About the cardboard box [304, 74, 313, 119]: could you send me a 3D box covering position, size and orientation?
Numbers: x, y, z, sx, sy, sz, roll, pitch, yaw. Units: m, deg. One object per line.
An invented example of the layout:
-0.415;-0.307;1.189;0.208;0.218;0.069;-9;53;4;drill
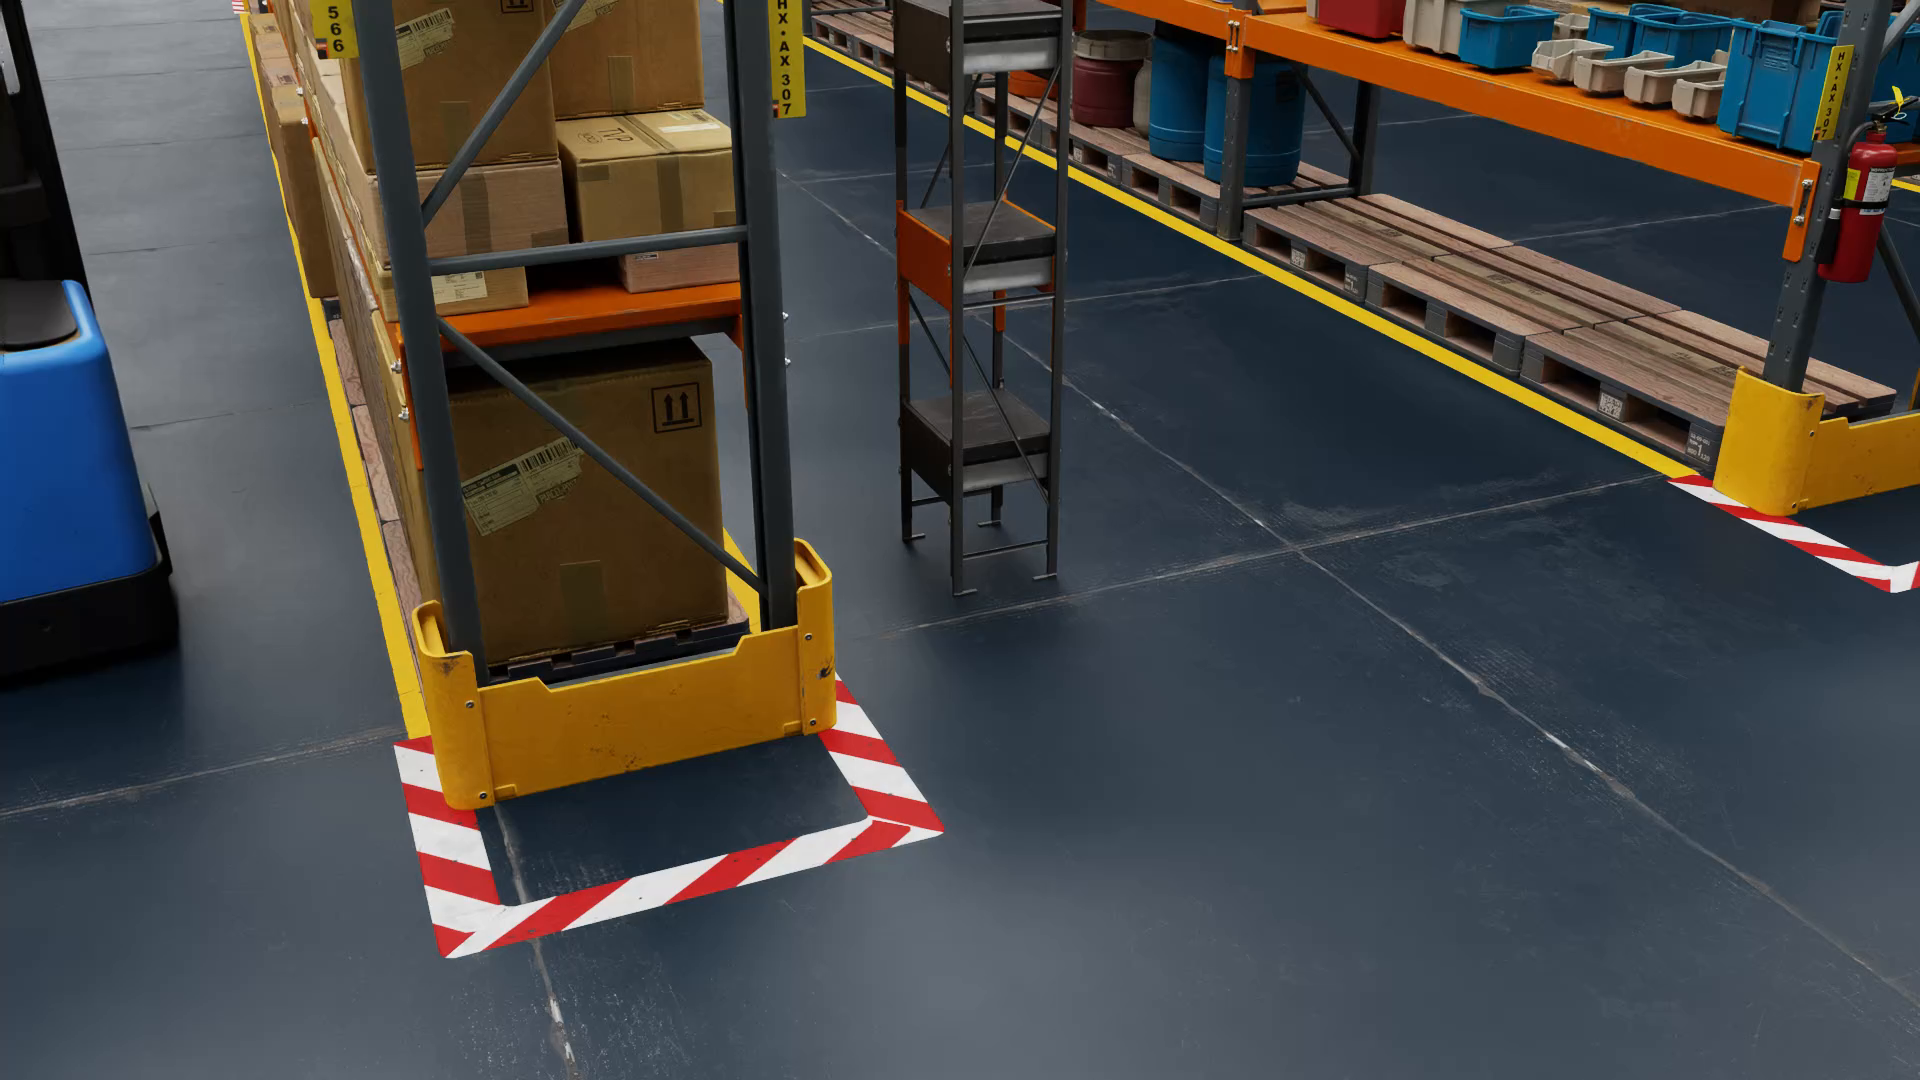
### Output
-2.522;-1.868;6.944;0.380;0.149;0.250;-10;28;-19;cardboard box

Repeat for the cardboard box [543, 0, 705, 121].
-1.107;-1.600;5.086;0.500;0.500;0.500;-11;28;-22;cardboard box

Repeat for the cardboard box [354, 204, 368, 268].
-1.615;-0.936;5.035;0.380;0.149;0.250;-11;28;-20;cardboard box

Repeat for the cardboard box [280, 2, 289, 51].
-3.160;-2.758;8.365;0.500;0.500;0.500;-10;28;-19;cardboard box

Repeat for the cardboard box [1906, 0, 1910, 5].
9.736;-5.441;15.947;0.750;0.750;0.750;-11;28;-21;cardboard box

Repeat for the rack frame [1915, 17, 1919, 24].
6.578;-4.071;11.168;1.000;3.000;0.127;-11;28;-21;rack frame

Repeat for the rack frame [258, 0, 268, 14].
-5.671;-5.600;14.300;1.000;3.000;0.127;-11;28;-21;rack frame

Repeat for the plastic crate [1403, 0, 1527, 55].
2.448;-2.547;8.114;0.437;0.282;0.530;-11;28;-21;plastic crate

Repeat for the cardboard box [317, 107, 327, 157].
-2.220;-1.557;6.307;0.380;0.149;0.250;-10;28;-20;cardboard box

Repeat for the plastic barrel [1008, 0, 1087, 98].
0.660;-3.855;12.721;0.600;0.830;0.708;-11;28;-21;plastic barrel

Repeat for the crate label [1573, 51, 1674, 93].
2.868;-2.040;7.243;0.396;0.136;0.243;-11;28;-21;crate label

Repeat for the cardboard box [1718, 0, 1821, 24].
6.222;-4.123;12.768;0.500;0.250;0.500;-11;28;-20;cardboard box

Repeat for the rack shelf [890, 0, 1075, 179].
0.065;-1.493;5.351;0.431;0.518;0.480;-11;28;-21;rack shelf

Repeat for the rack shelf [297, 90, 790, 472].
-1.755;-1.239;6.189;1.077;0.370;4.000;-11;28;-21;rack shelf

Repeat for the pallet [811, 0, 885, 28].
-1.338;-5.476;17.225;1.003;0.211;1.213;-11;28;-21;pallet

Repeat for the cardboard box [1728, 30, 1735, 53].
5.936;-3.496;12.339;0.500;0.500;0.500;-10;28;-20;cardboard box

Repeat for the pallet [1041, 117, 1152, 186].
1.274;-2.780;11.703;1.003;0.211;1.213;-11;28;-21;pallet

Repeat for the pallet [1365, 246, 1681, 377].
2.824;-1.184;8.435;1.003;0.211;1.213;-11;28;-21;pallet

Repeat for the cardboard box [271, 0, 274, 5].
-3.757;-3.373;9.625;0.500;0.500;0.500;-11;28;-22;cardboard box

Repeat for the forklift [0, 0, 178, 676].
-3.775;-1.396;5.769;1.130;2.935;3.031;-15;30;-27;forklift

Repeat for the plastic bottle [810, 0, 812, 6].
-1.543;-5.484;16.751;0.097;0.201;0.097;0;26;0;plastic bottle

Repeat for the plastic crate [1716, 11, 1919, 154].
3.283;-1.752;6.311;0.616;0.435;0.499;-11;28;-21;plastic crate

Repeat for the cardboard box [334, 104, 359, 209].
-1.604;-1.176;5.072;0.500;0.250;0.500;-11;28;-21;cardboard box

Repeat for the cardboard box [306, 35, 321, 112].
-2.197;-1.792;6.333;0.500;0.250;0.500;-10;28;-19;cardboard box

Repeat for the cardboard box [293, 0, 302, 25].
-2.400;-2.336;6.592;0.500;0.500;0.500;-11;28;-21;cardboard box

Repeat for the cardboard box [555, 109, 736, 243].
-0.911;-1.062;4.837;0.500;0.250;0.500;-11;28;-22;cardboard box

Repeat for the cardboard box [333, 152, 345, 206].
-1.918;-1.246;5.670;0.380;0.149;0.250;-10;28;-20;cardboard box

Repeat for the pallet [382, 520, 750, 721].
-1.357;0.189;5.623;1.003;0.211;1.213;-11;28;-21;pallet

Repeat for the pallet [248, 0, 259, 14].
-6.922;-5.597;17.472;1.003;0.211;1.213;-11;28;-21;pallet

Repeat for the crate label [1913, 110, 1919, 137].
3.792;-1.714;6.464;0.416;0.233;0.303;-11;28;-21;crate label

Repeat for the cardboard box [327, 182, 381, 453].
-2.001;-0.960;6.741;0.875;0.875;0.875;-11;28;-21;cardboard box

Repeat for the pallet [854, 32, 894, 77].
-0.289;-4.394;15.009;1.003;0.211;1.213;-11;28;-21;pallet

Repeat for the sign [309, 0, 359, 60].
-1.476;-1.294;3.892;0.100;0.325;0.005;-11;28;-21;sign

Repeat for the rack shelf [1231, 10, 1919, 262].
2.802;-2.090;7.932;1.077;0.370;4.000;-11;28;-21;rack shelf

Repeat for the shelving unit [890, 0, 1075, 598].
0.065;-0.877;5.652;0.431;2.100;0.503;-11;28;-21;shelving unit

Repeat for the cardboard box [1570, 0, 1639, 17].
5.329;-4.113;13.603;0.500;0.500;0.500;-11;28;-21;cardboard box

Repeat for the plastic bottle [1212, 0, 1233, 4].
1.567;-3.269;9.668;0.152;0.276;0.135;-11;28;-21;plastic bottle

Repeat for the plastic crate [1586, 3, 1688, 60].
3.159;-2.367;7.801;0.416;0.233;0.300;-11;28;-21;plastic crate

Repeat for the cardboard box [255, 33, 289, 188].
-3.512;-2.575;10.049;1.225;0.875;0.875;-10;28;-20;cardboard box

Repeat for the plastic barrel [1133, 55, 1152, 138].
1.406;-3.043;11.422;0.421;0.512;0.421;0;26;0;plastic barrel

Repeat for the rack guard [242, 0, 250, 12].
-7.208;-6.060;18.093;1.175;0.500;0.348;-11;28;-21;rack guard

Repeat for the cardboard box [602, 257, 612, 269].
-0.909;-0.946;5.054;0.380;0.149;0.250;-11;28;-21;cardboard box

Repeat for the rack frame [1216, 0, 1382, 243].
2.019;-3.221;9.428;1.000;3.000;0.127;-11;28;-21;rack frame
